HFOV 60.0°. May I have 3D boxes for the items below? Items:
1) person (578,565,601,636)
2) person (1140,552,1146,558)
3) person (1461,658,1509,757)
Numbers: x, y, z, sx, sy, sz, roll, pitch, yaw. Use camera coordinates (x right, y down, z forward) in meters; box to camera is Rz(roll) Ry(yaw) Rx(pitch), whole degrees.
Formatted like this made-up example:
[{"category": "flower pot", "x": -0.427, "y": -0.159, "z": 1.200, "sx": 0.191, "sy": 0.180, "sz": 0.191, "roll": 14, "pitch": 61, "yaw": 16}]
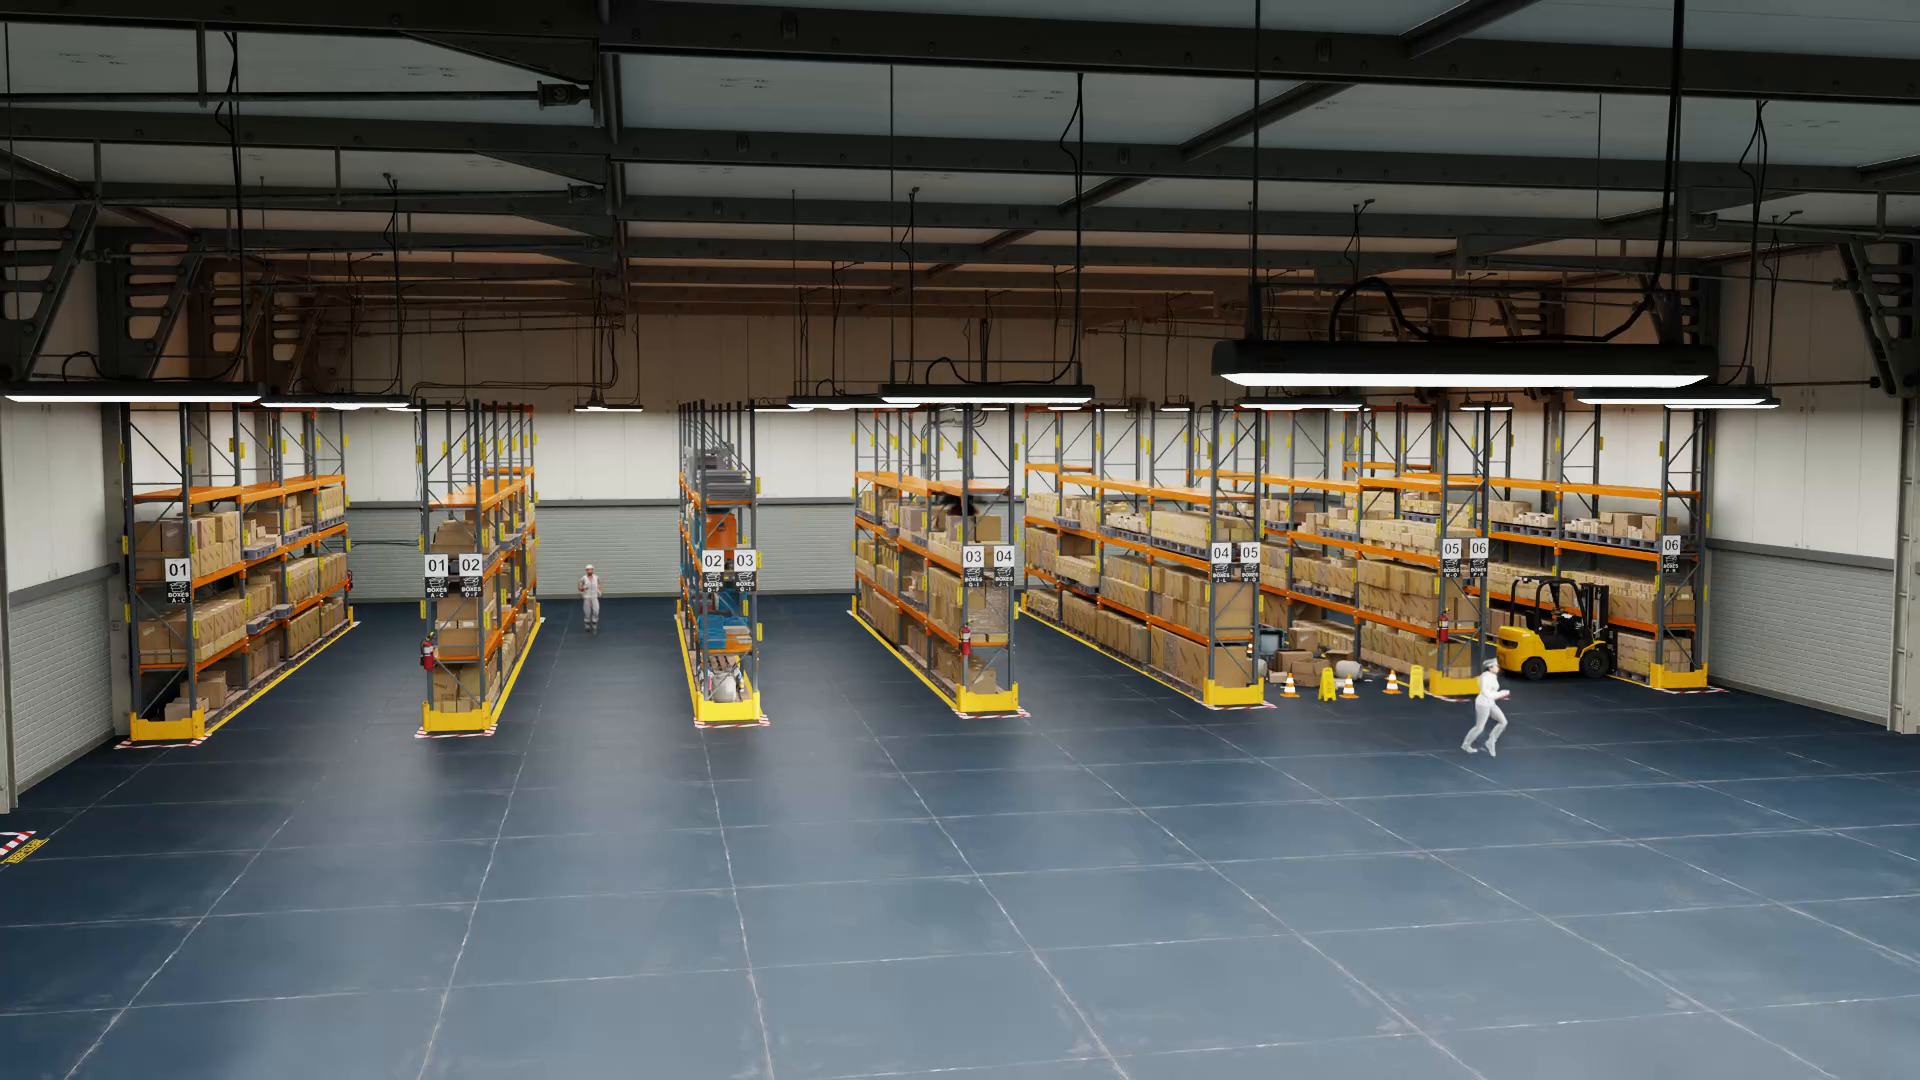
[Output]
[{"category": "person", "x": -9.618, "y": 1.556, "z": 43.303, "sx": 0.630, "sy": 1.831, "sz": 0.736, "roll": -2, "pitch": 5, "yaw": -21}, {"category": "person", "x": 5.493, "y": 1.118, "z": 50.564, "sx": 0.587, "sy": 1.561, "sz": 0.516, "roll": -1, "pitch": 5, "yaw": -17}, {"category": "person", "x": 8.791, "y": 2.785, "z": 27.796, "sx": 0.789, "sy": 1.676, "sz": 0.641, "roll": 3, "pitch": 5, "yaw": 33}]
